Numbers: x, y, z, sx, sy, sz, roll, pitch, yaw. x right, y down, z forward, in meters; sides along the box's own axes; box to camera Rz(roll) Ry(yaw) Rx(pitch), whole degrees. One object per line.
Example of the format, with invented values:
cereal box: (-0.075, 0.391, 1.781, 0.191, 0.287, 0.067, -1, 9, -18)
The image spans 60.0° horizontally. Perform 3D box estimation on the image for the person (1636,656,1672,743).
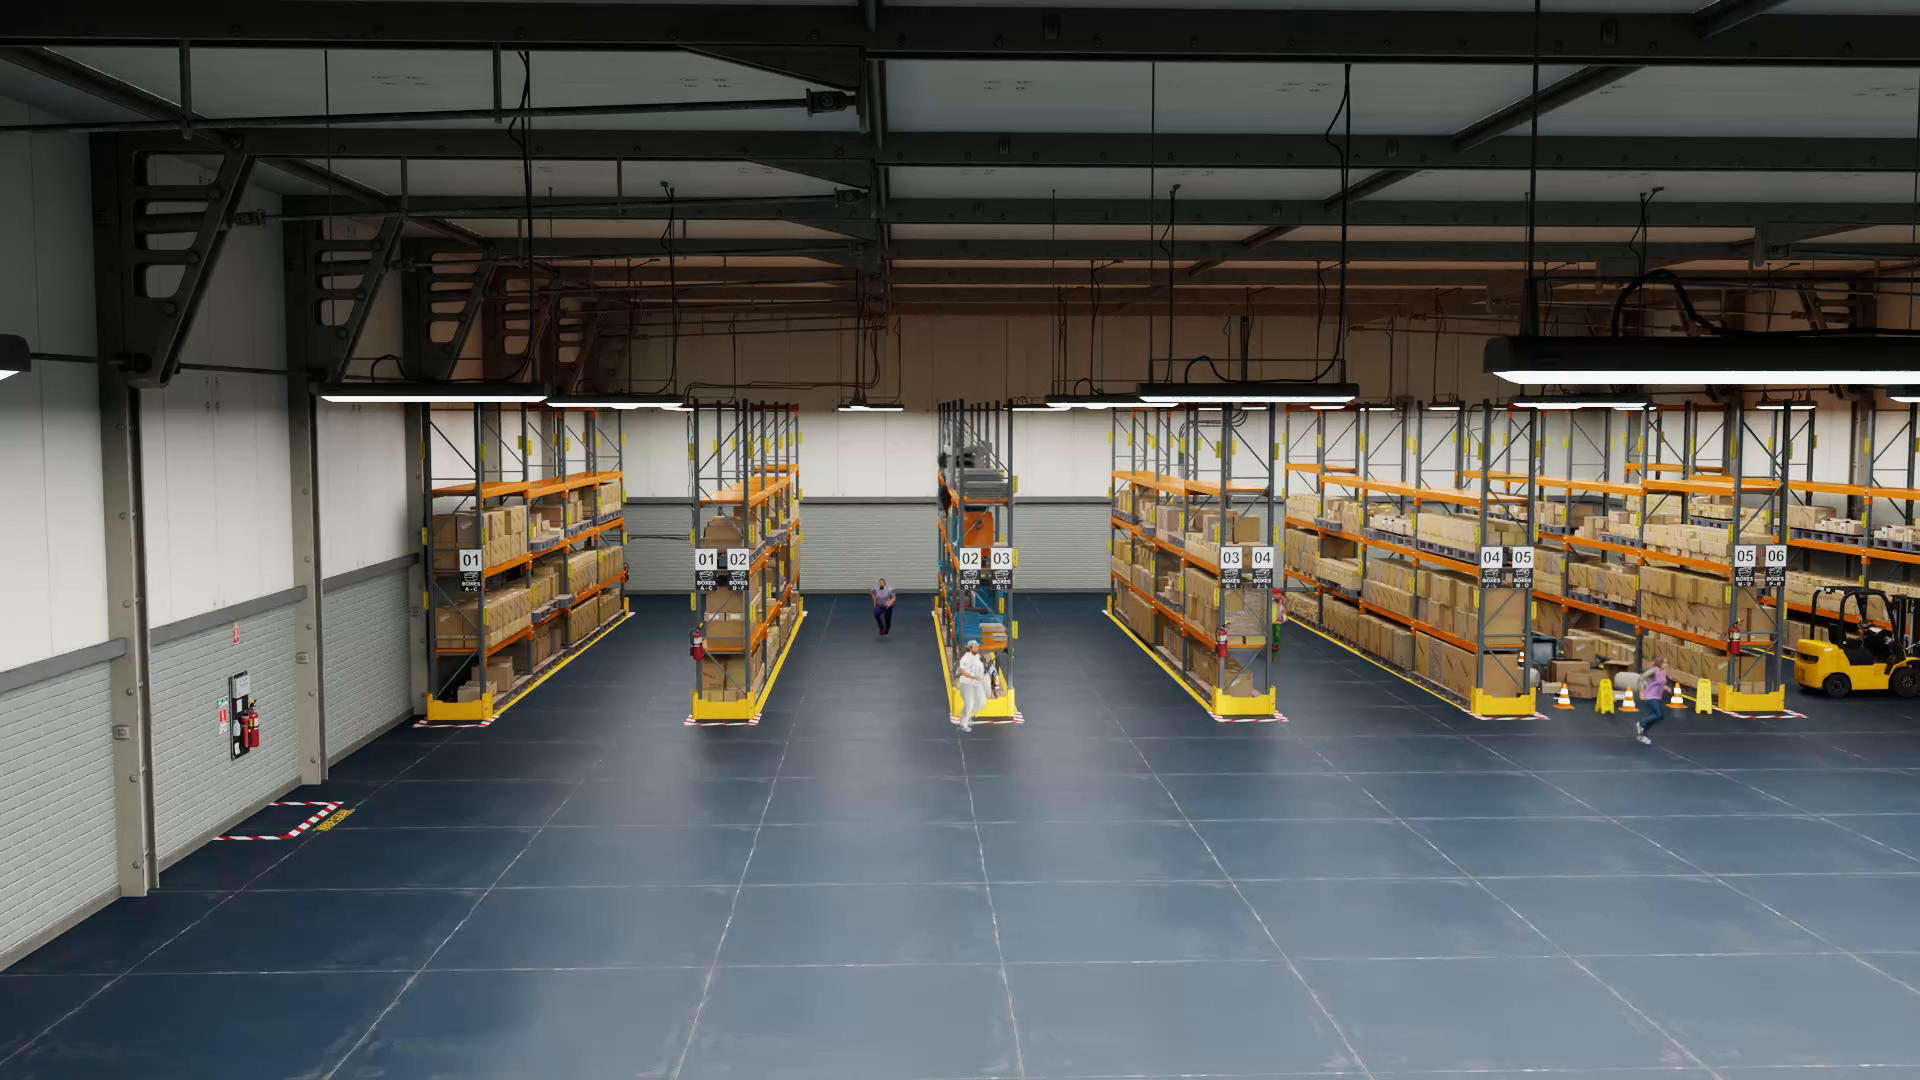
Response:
person: (12.052, 2.761, 28.835, 0.510, 1.540, 0.588, -4, 6, -41)

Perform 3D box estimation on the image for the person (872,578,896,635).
person: (-1.913, 1.685, 41.808, 0.607, 1.451, 1.029, 0, 4, 2)

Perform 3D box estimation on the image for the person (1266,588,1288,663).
person: (7.275, 1.952, 38.680, 0.668, 1.731, 0.988, -1, 4, -13)

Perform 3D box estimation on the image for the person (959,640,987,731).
person: (0.259, 2.631, 30.135, 0.549, 1.639, 0.639, 4, 6, 44)

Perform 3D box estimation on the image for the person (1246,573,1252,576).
person: (8.015, 1.429, 45.370, 0.673, 1.790, 0.814, -1, 4, -9)
